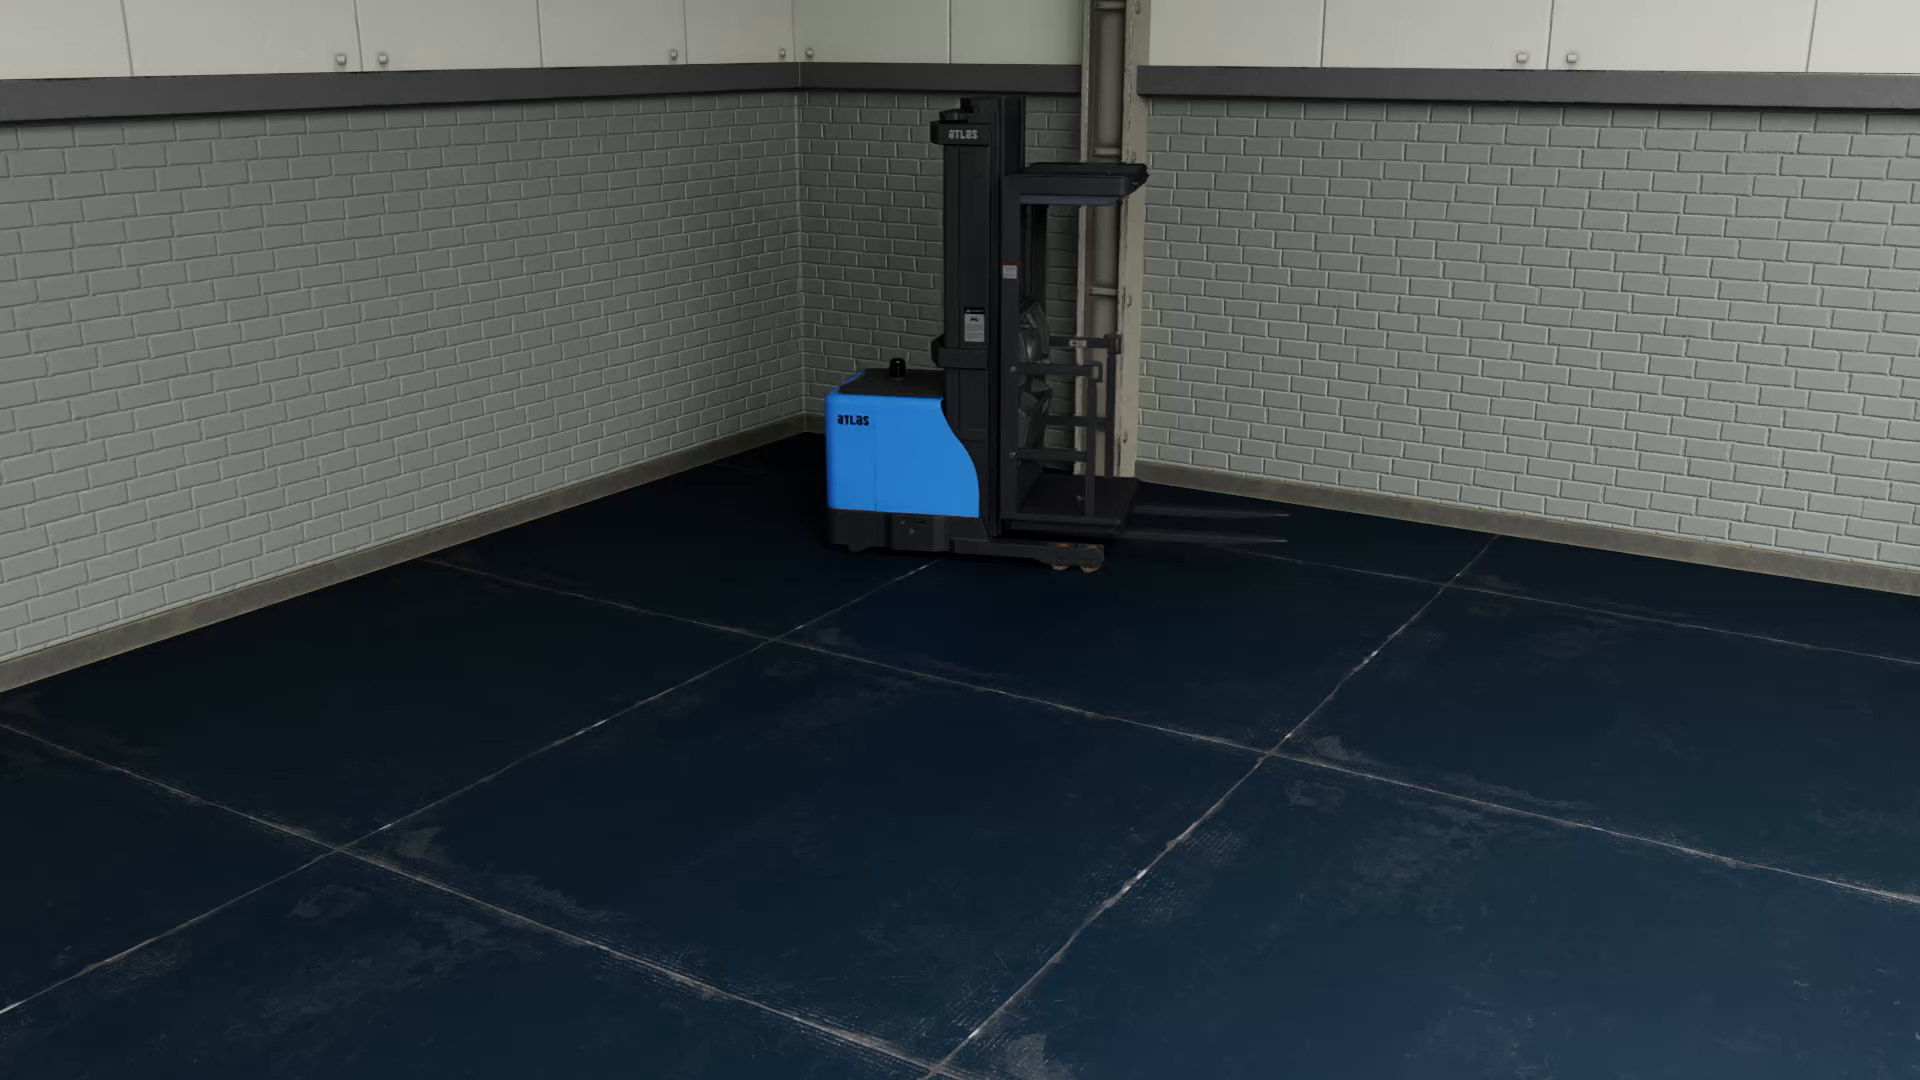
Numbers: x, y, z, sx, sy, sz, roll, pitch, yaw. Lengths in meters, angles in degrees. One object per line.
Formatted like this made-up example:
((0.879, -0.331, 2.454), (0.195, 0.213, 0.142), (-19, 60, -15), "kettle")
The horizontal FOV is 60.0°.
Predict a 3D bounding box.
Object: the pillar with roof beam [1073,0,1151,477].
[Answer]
((-1.131, -3.705, 8.094), (0.400, 9.000, 9.100), (10, 20, 30), "pillar with roof beam")

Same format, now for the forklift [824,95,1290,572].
((0.671, -1.367, 10.838), (3.031, 2.935, 1.130), (4, 17, 11), "forklift")

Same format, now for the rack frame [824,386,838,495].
((-0.913, -0.639, 11.938), (0.006, 0.900, 0.240), (6, 18, 19), "rack frame")

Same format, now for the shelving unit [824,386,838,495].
((-0.818, -0.629, 11.905), (0.210, 0.900, 0.258), (6, 18, 19), "shelving unit")
